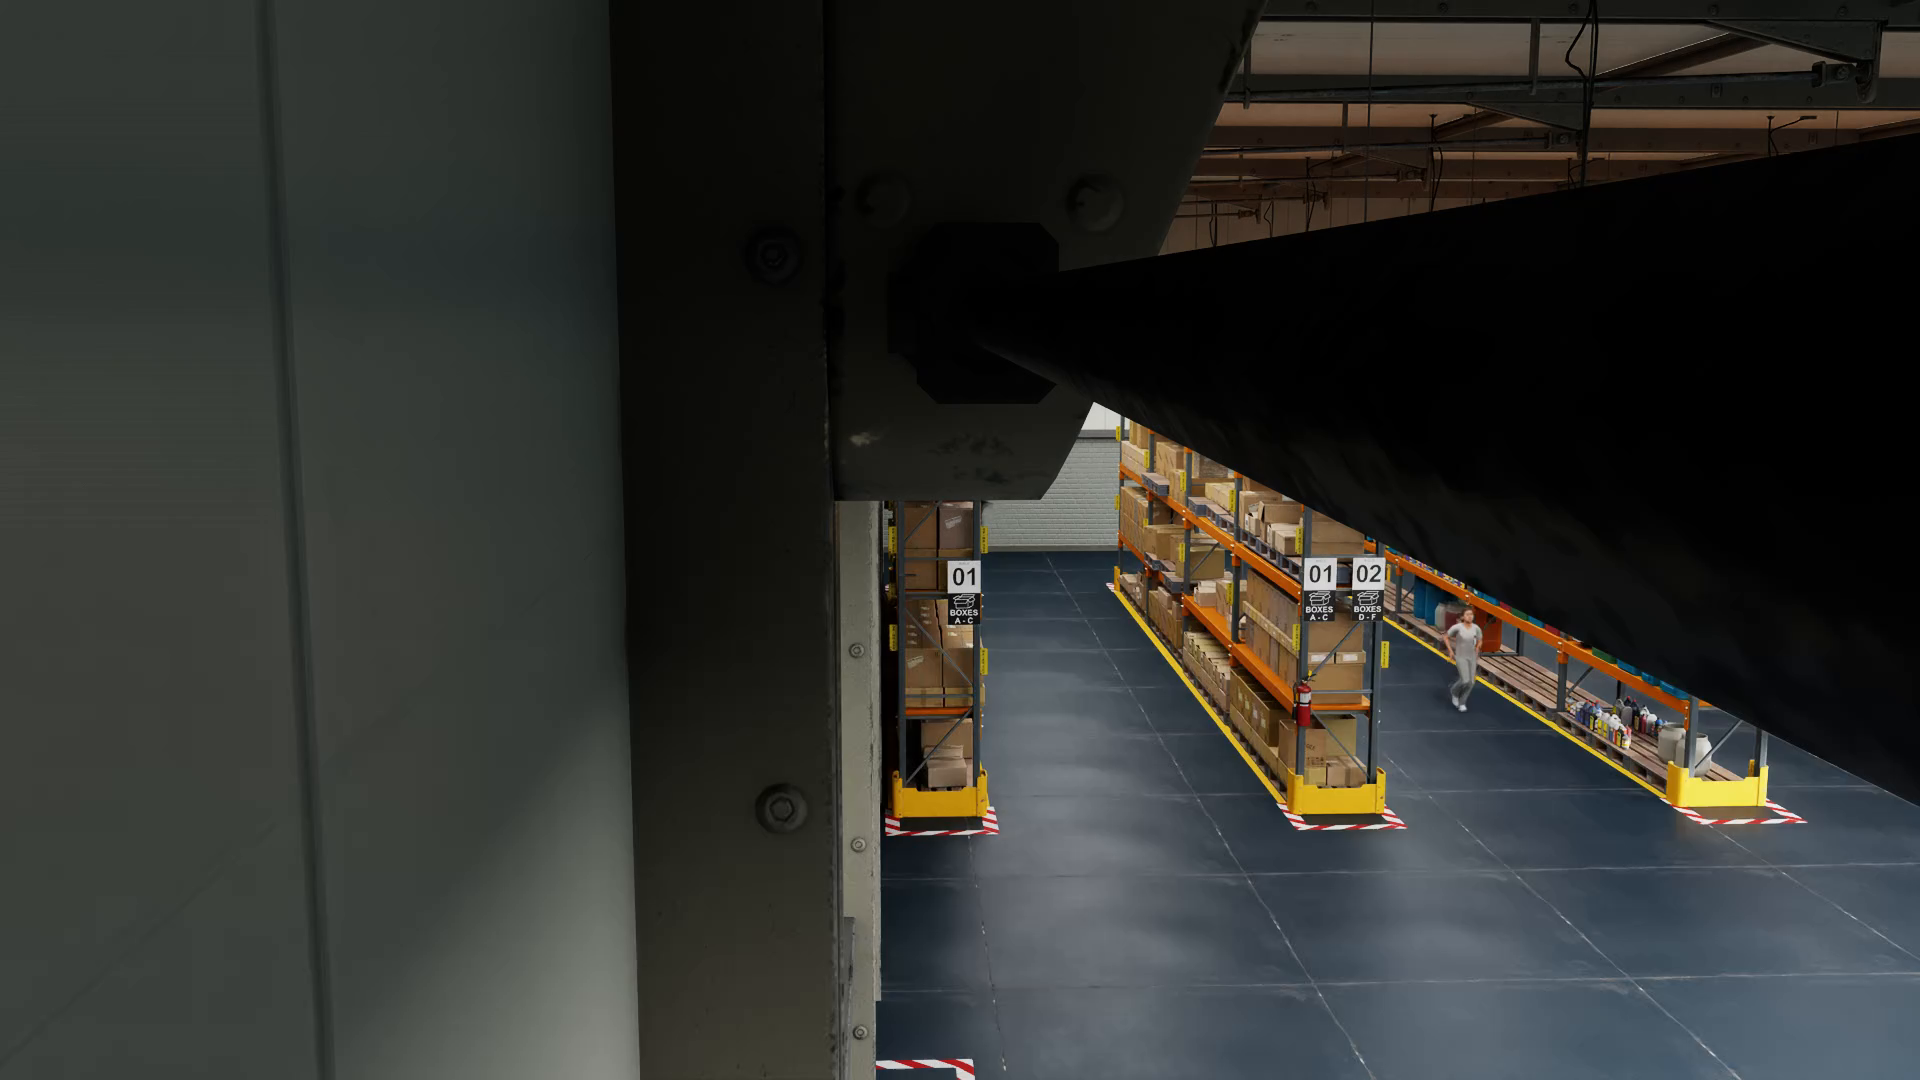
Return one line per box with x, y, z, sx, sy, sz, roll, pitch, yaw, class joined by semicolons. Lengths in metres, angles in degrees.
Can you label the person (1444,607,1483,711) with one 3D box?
7.790;1.845;25.591;0.550;1.629;0.565;-1;8;-7;person
